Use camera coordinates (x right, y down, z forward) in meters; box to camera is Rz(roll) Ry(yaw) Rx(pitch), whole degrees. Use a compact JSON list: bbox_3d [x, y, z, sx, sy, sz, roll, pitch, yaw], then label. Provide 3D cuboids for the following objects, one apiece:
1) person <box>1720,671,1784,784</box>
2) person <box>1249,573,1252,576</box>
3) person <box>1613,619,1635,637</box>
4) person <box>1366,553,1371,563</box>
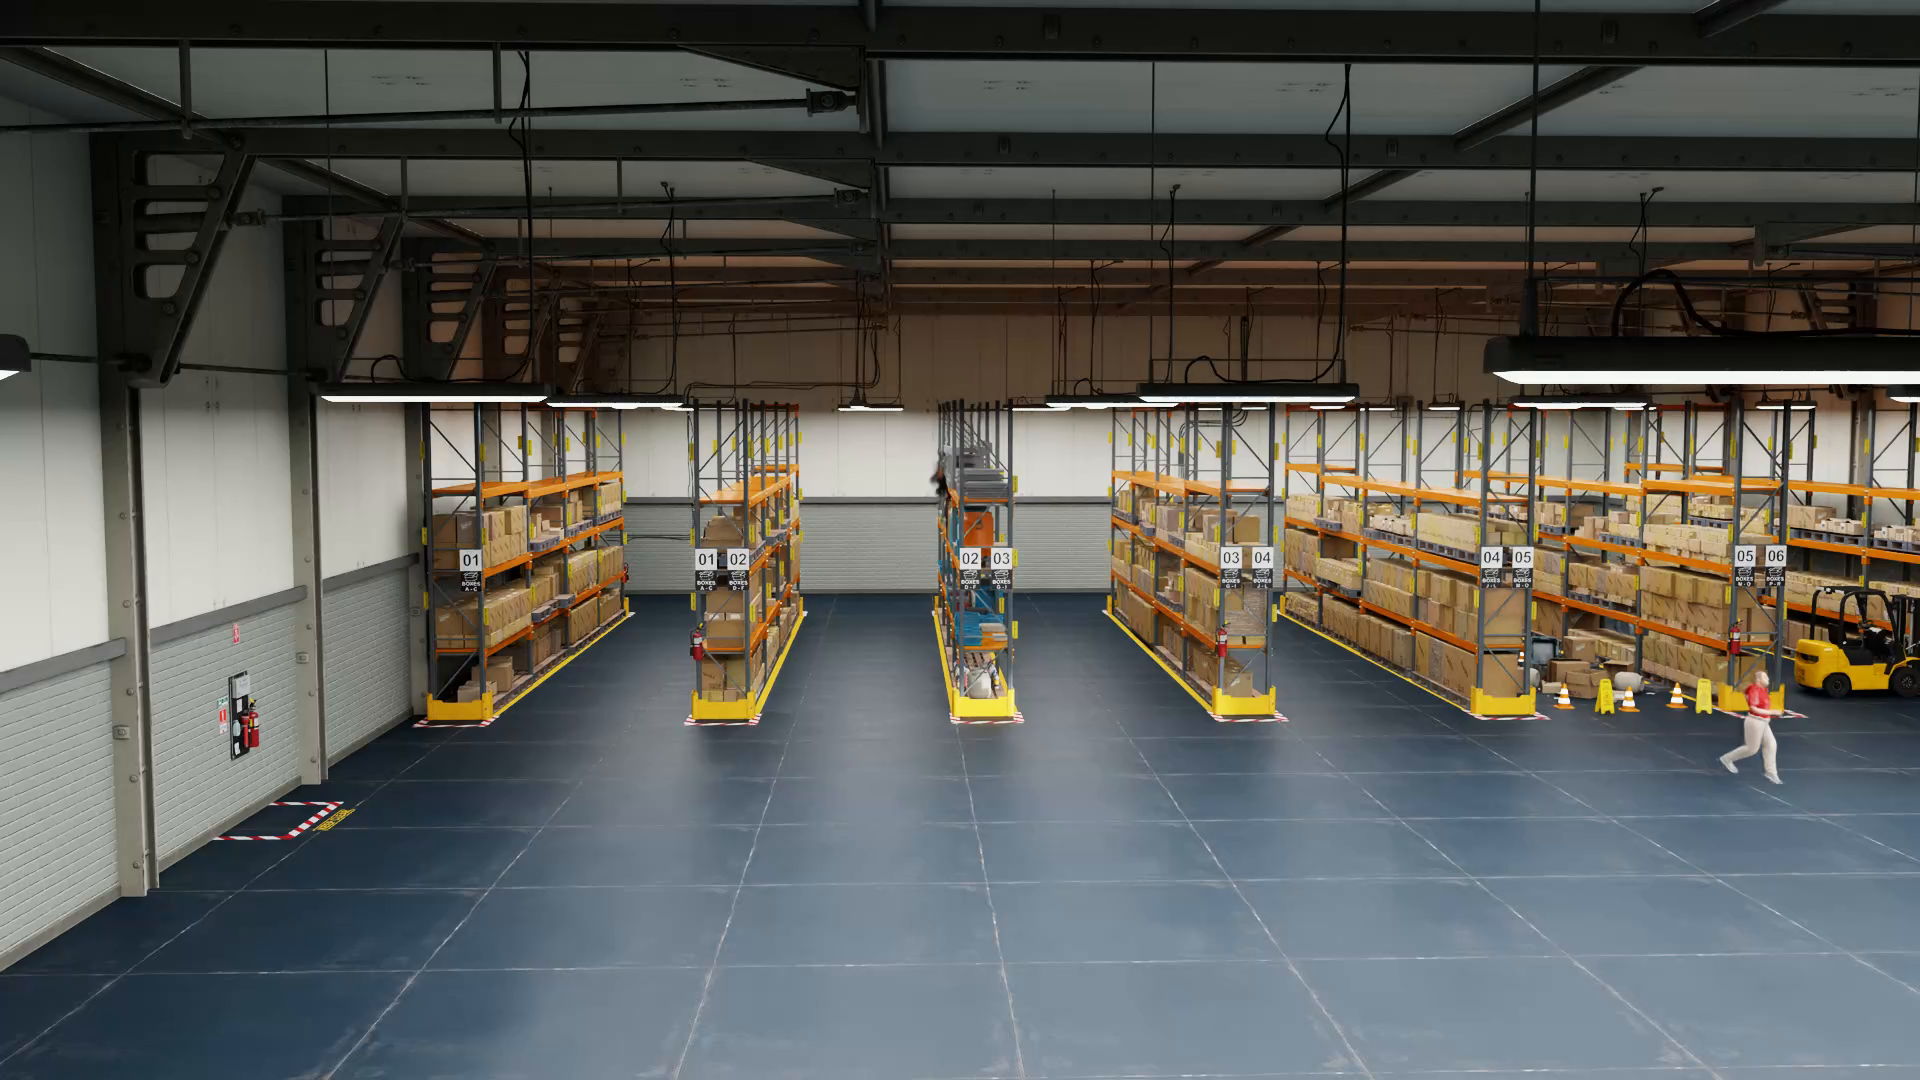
[{"bbox_3d":[12.384,2.919,25.950,0.937,1.785,0.693,3,5,36],"label":"person"},{"bbox_3d":[7.851,1.519,44.528,0.569,1.627,0.655,-1,4,-9],"label":"person"},{"bbox_3d":[16.509,1.706,41.251,0.720,1.834,0.787,0,4,-6],"label":"person"},{"bbox_3d":[11.498,1.283,47.011,0.669,1.815,1.187,0,4,-3],"label":"person"}]
